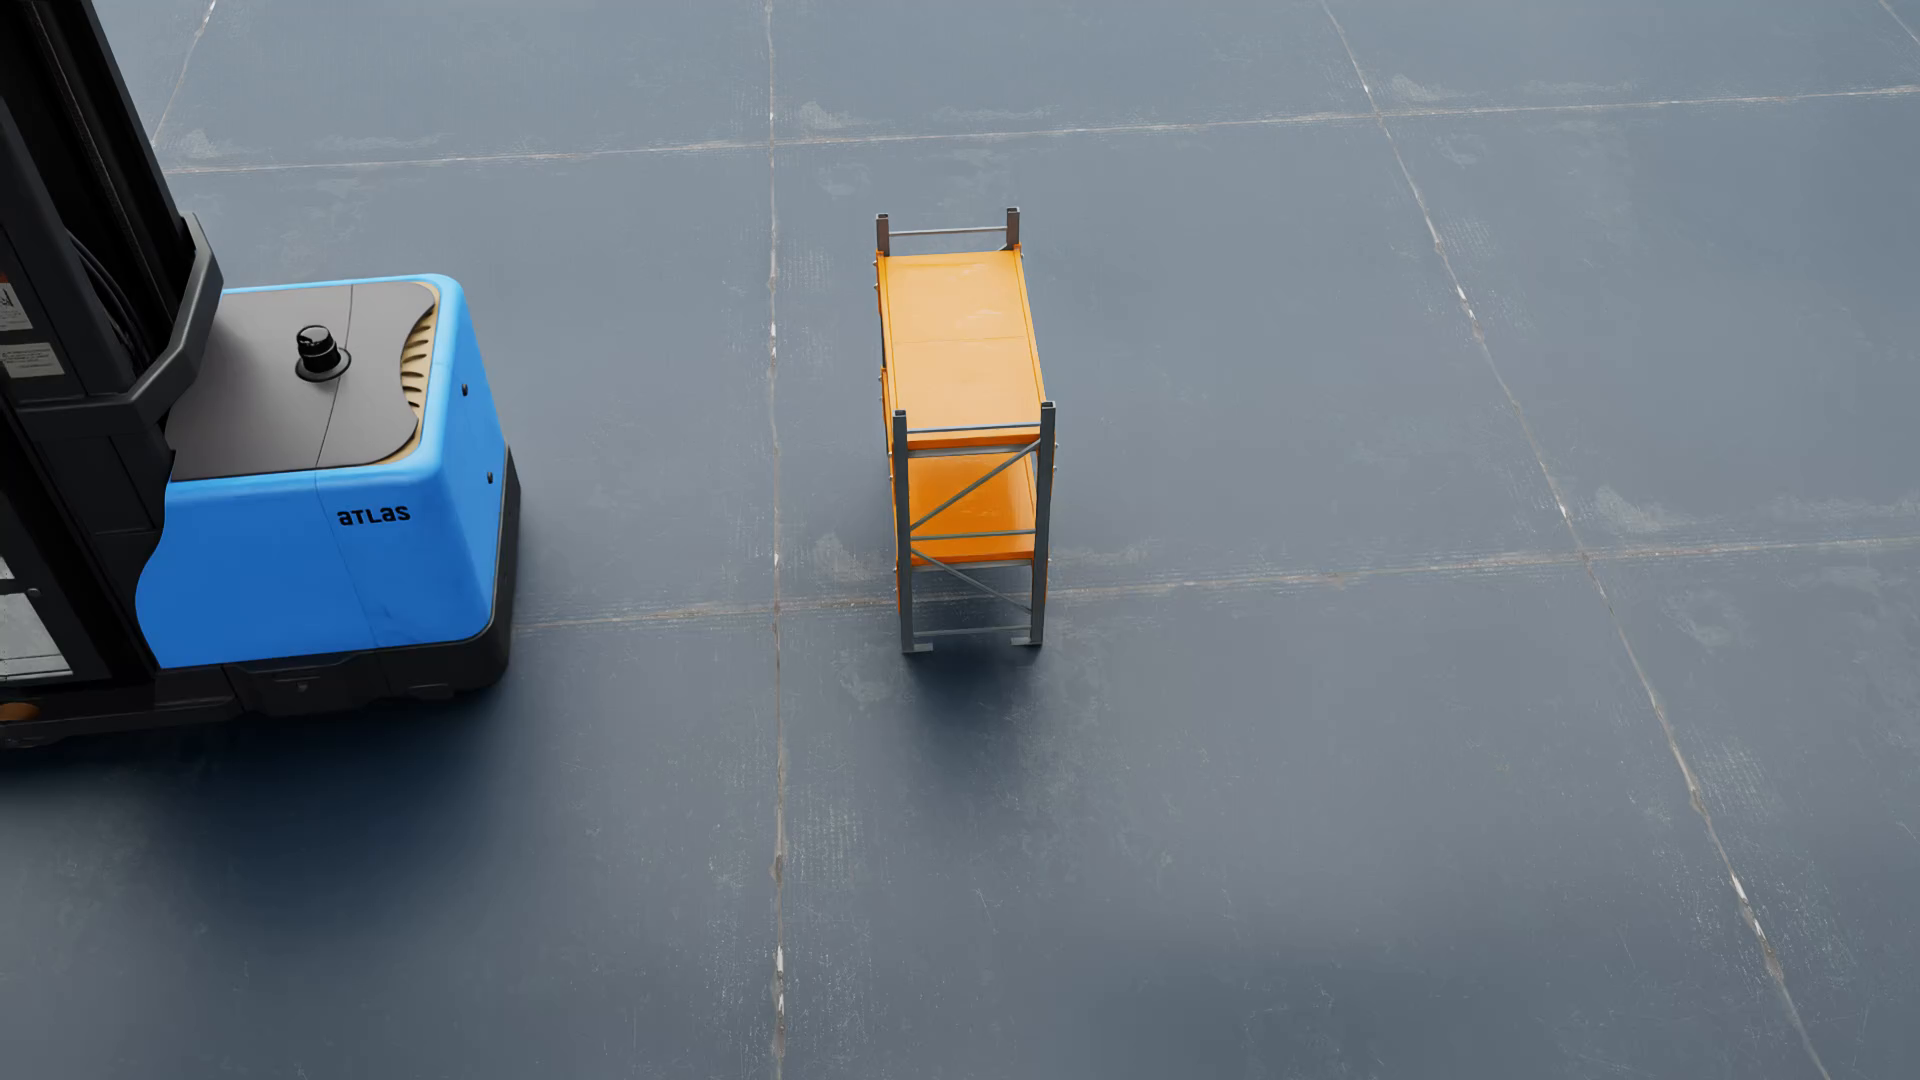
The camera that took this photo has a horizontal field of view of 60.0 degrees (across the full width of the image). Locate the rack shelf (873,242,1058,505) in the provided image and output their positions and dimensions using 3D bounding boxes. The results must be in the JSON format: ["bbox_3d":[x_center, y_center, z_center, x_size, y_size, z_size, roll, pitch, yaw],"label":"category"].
[{"bbox_3d":[0.001,-0.583,5.624,0.538,0.278,1.000,-3,47,-3],"label":"rack shelf"}]

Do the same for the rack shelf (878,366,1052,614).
[{"bbox_3d":[0.001,-0.214,6.014,0.538,0.278,1.000,-3,47,-3],"label":"rack shelf"}]

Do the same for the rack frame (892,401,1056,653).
[{"bbox_3d":[0.043,-0.014,5.489,0.500,1.125,0.032,-3,47,-3],"label":"rack frame"}]

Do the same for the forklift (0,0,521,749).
[{"bbox_3d":[-3.119,-0.700,4.895,3.031,2.935,1.130,-5,47,-5],"label":"forklift"}]

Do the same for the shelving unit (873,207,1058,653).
[{"bbox_3d":[0.001,-0.382,5.837,0.538,1.125,1.048,-3,47,-3],"label":"shelving unit"}]

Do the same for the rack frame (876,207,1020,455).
[{"bbox_3d":[-0.042,-0.750,6.185,0.500,1.125,0.032,-3,47,-3],"label":"rack frame"}]
